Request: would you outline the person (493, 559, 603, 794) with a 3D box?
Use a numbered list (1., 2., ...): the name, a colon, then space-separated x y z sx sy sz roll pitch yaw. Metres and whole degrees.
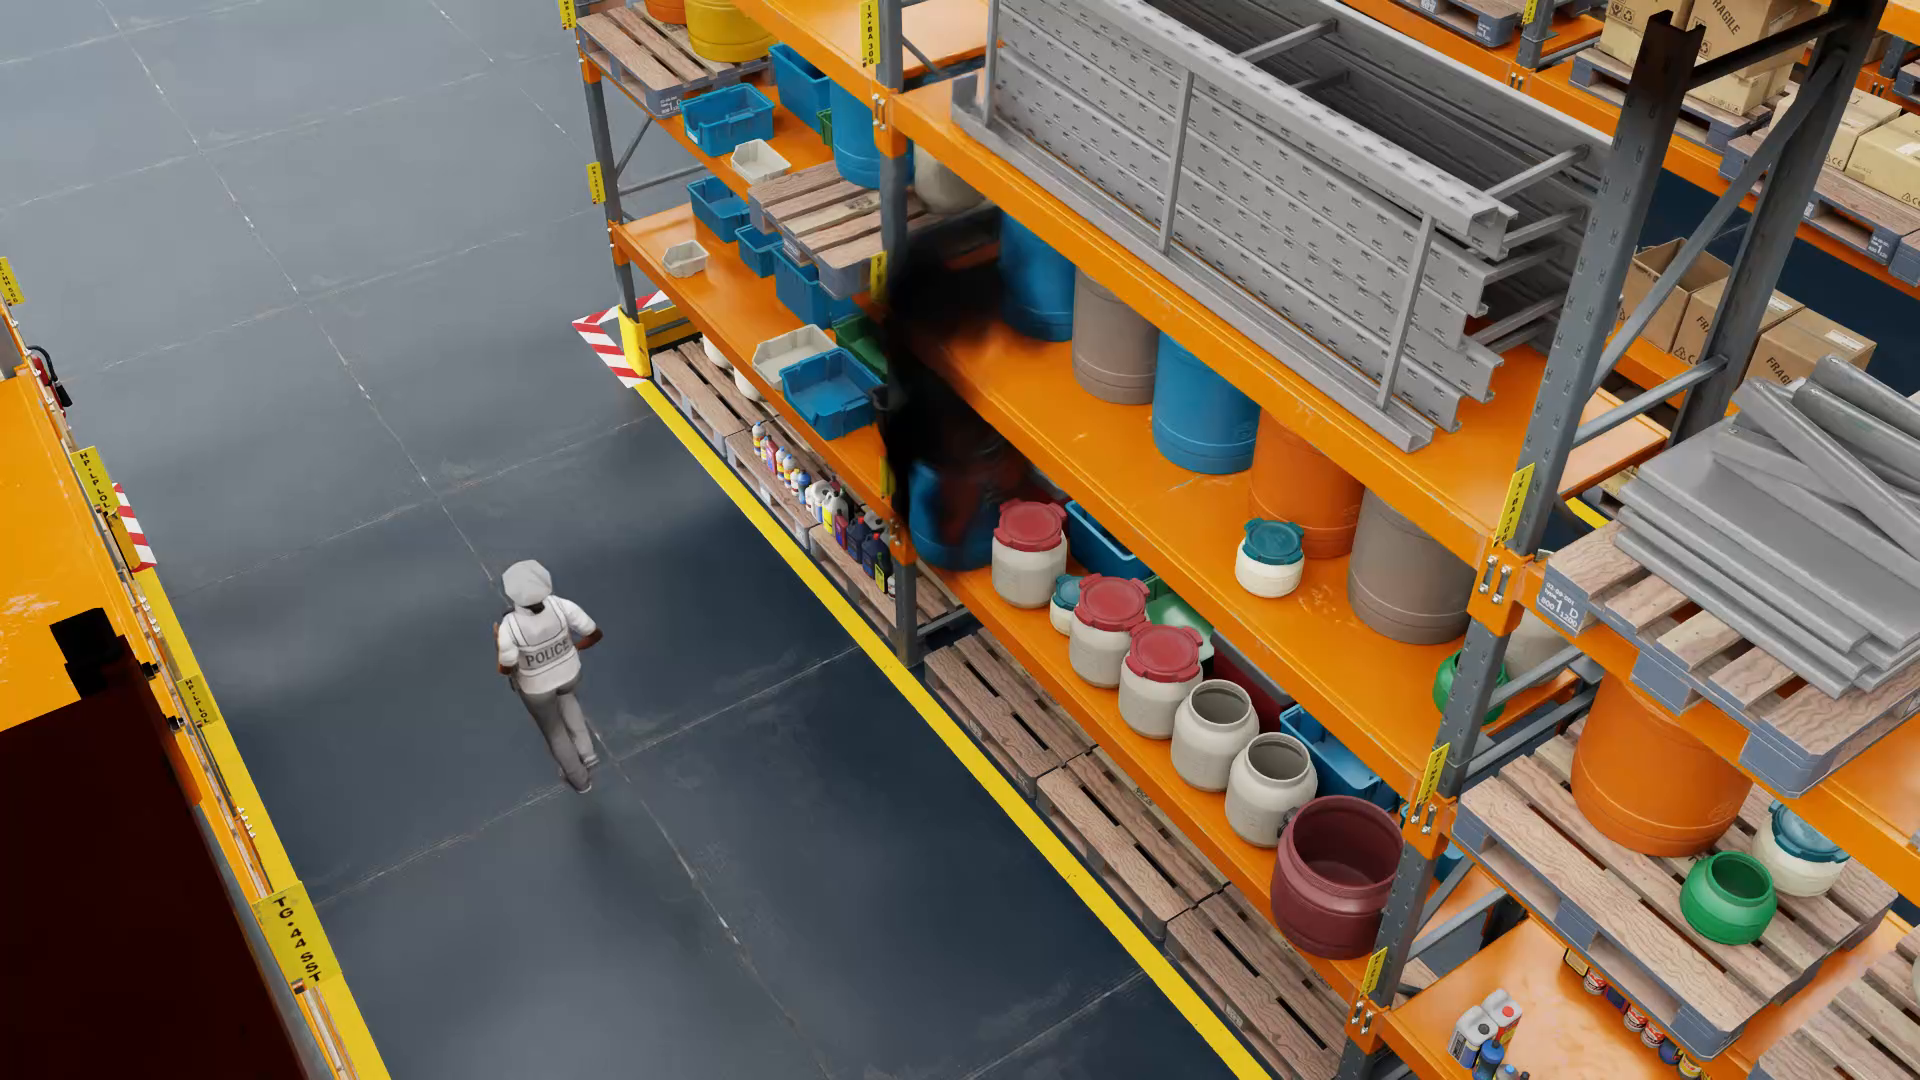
1. person: -2.333 0.724 9.337 0.563 1.725 0.571 -30 50 -28
